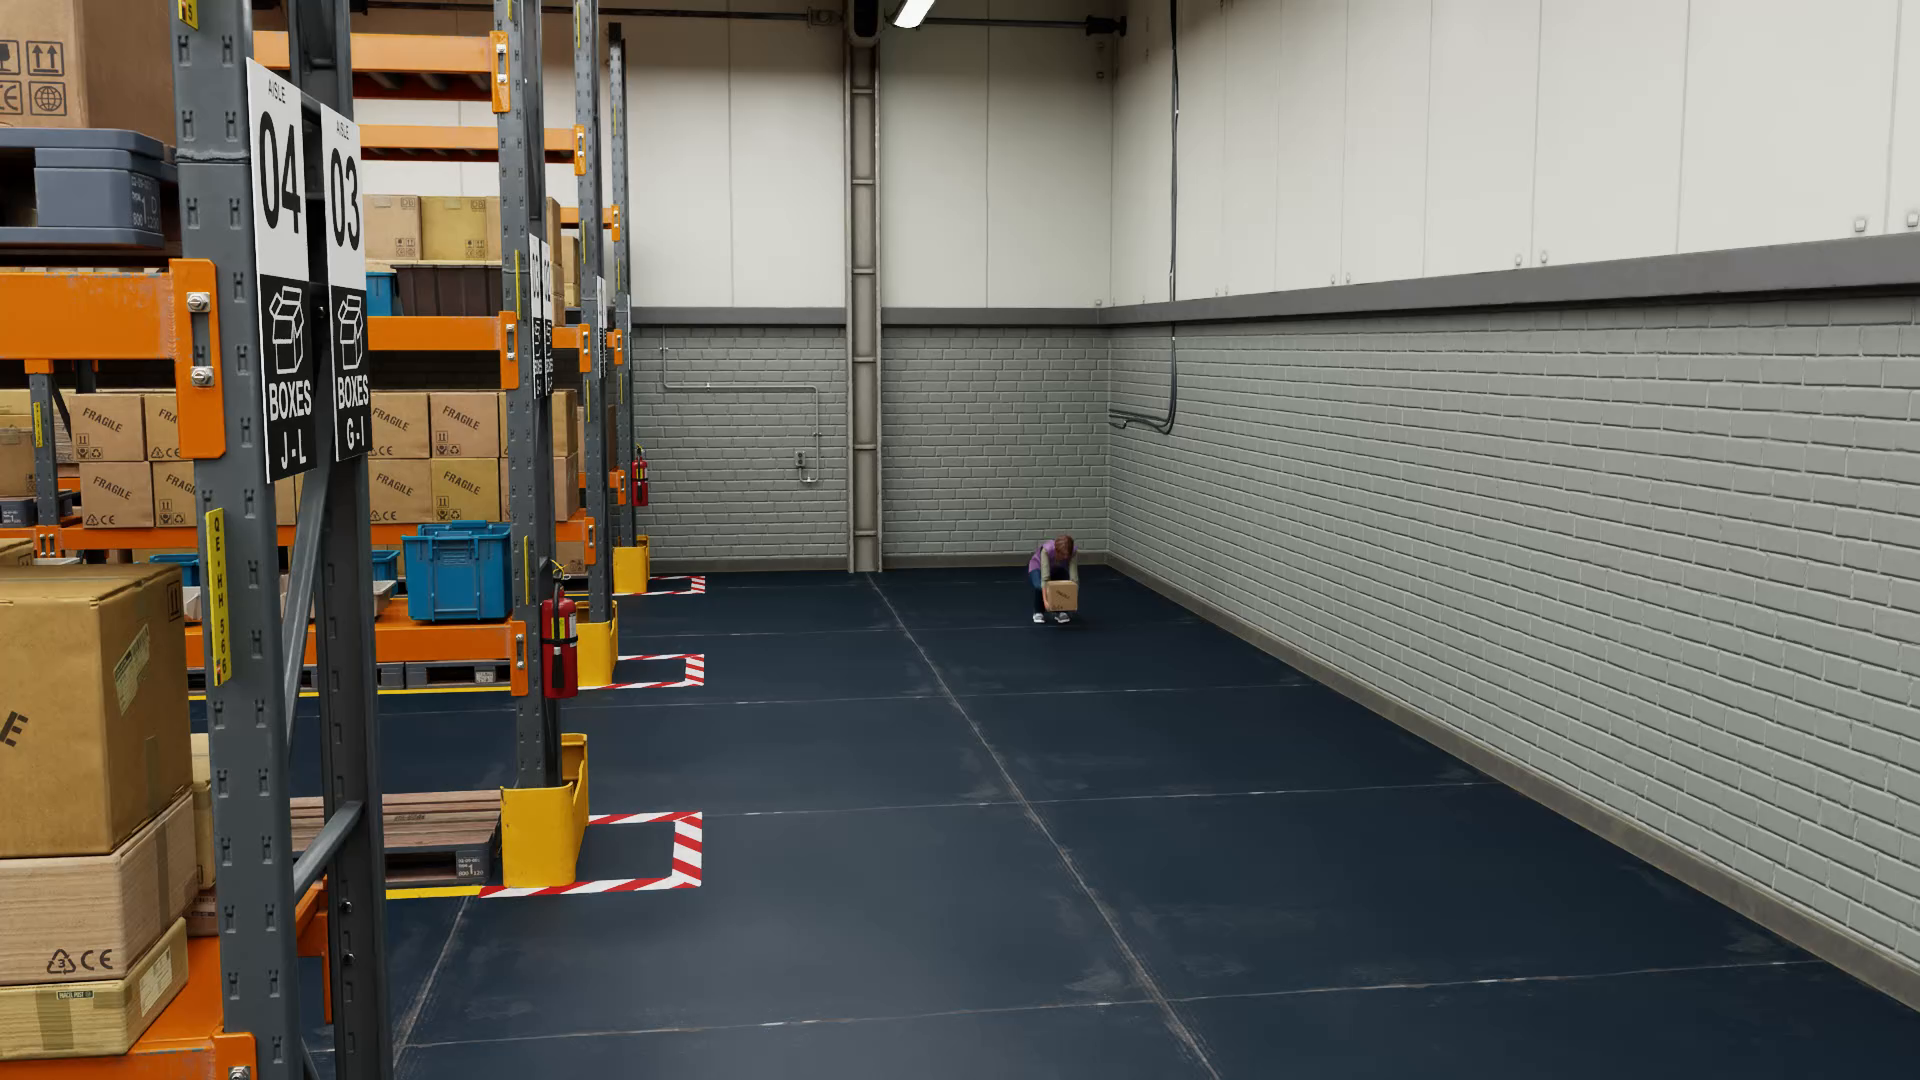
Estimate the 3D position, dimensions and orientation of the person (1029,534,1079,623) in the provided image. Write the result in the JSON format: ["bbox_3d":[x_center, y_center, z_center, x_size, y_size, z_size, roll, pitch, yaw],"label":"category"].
[{"bbox_3d":[0.903,0.362,15.945,0.421,0.904,0.844,-1,7,-10],"label":"person"}]
